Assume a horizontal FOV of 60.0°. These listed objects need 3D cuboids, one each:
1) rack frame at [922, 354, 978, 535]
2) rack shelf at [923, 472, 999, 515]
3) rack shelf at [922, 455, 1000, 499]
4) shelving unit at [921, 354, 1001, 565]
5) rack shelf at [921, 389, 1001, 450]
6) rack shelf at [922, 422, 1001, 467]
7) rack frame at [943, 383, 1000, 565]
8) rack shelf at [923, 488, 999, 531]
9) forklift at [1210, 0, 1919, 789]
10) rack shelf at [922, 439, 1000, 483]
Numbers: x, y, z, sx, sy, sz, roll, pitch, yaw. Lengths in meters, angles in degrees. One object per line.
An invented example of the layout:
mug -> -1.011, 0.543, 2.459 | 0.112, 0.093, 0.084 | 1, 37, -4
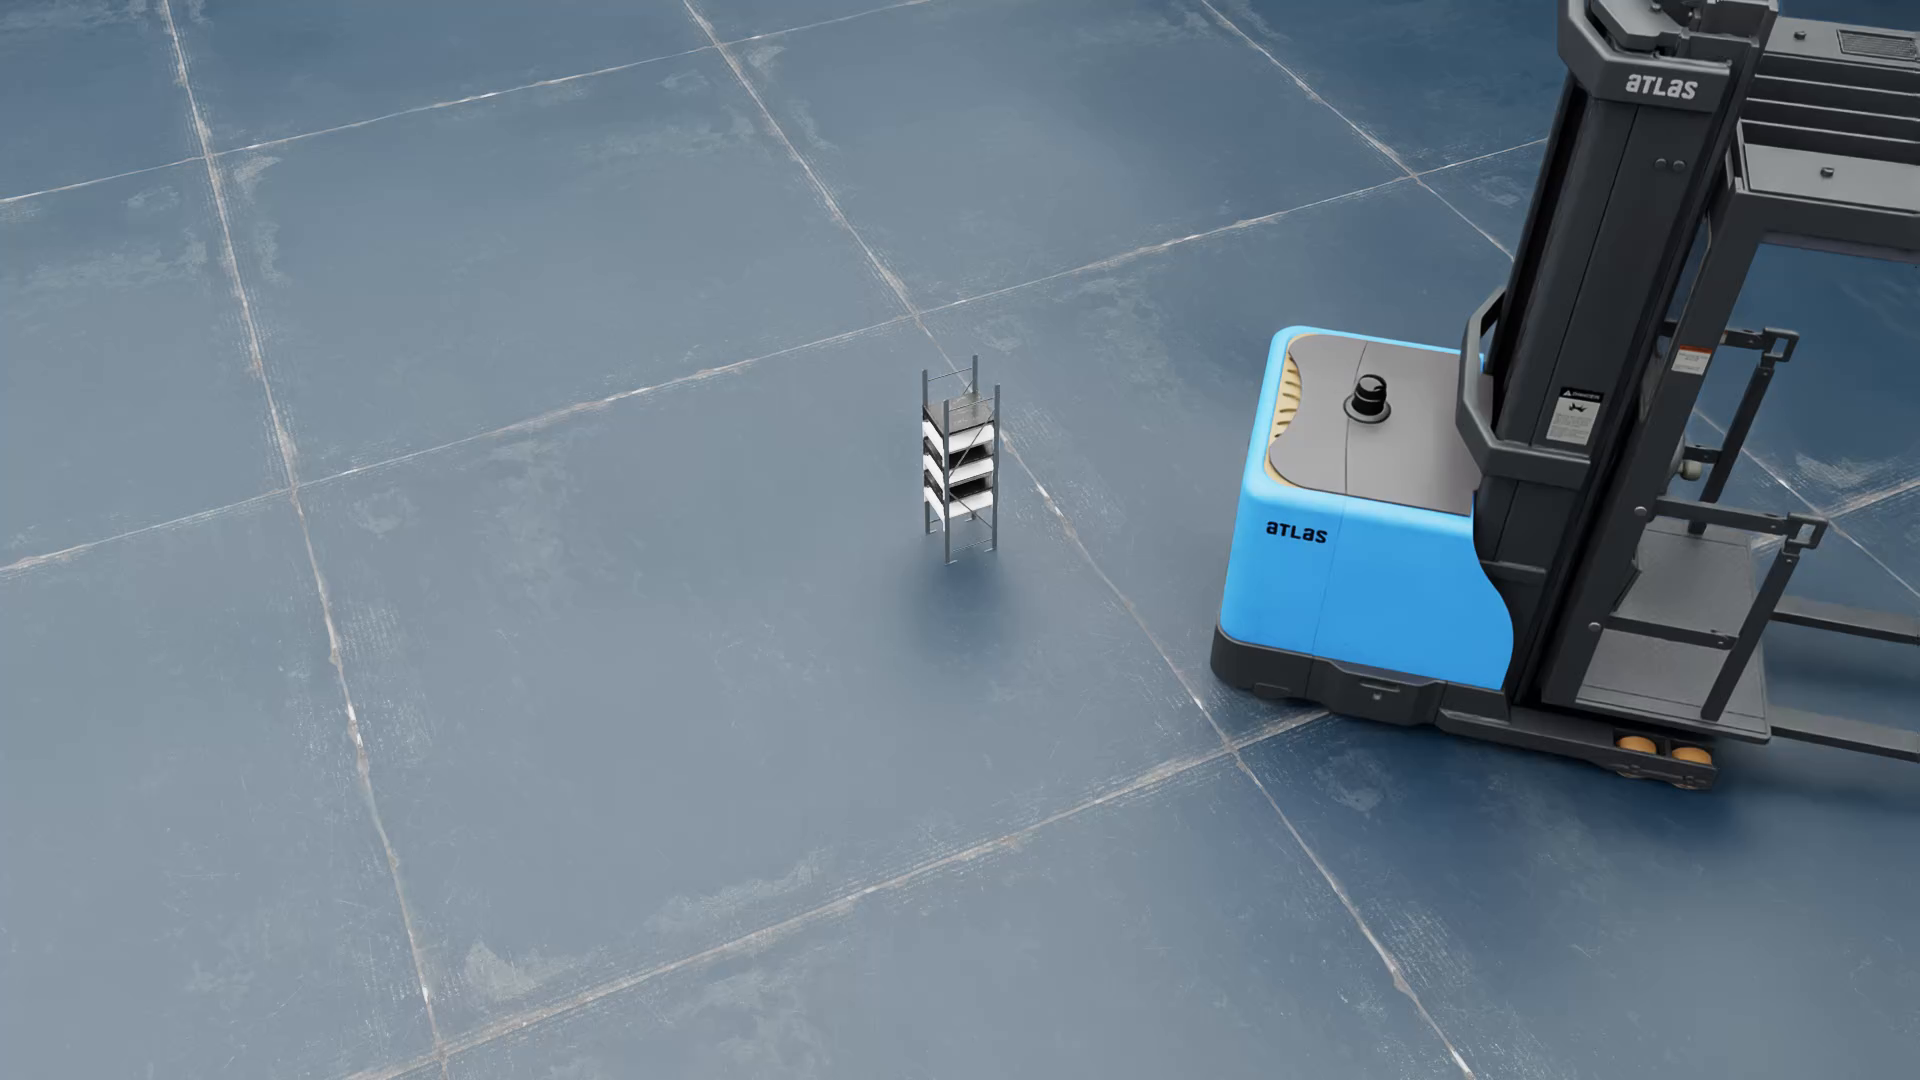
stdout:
rack frame -> -0.039, -0.380, 6.863 | 0.240, 0.900, 0.006 | -18, 47, -17
rack shelf -> 0.003, -0.227, 6.884 | 0.258, 0.077, 0.200 | -18, 47, -17
rack shelf -> 0.003, -0.291, 6.821 | 0.258, 0.077, 0.200 | -18, 47, -17
shelving unit -> 0.003, -0.315, 6.798 | 0.258, 0.900, 0.210 | -18, 47, -17
rack shelf -> 0.003, -0.484, 6.631 | 0.258, 0.077, 0.200 | -18, 47, -17
rack shelf -> 0.003, -0.420, 6.695 | 0.258, 0.077, 0.200 | -18, 47, -17
rack frame -> 0.046, -0.250, 6.732 | 0.240, 0.900, 0.006 | -18, 47, -17
rack shelf -> 0.003, -0.163, 6.947 | 0.258, 0.077, 0.200 | -18, 47, -17
forklift -> 2.555, -0.534, 5.573 | 3.031, 2.935, 1.130 | 10, 46, 10
rack shelf -> 0.003, -0.355, 6.758 | 0.258, 0.077, 0.200 | -18, 47, -17
